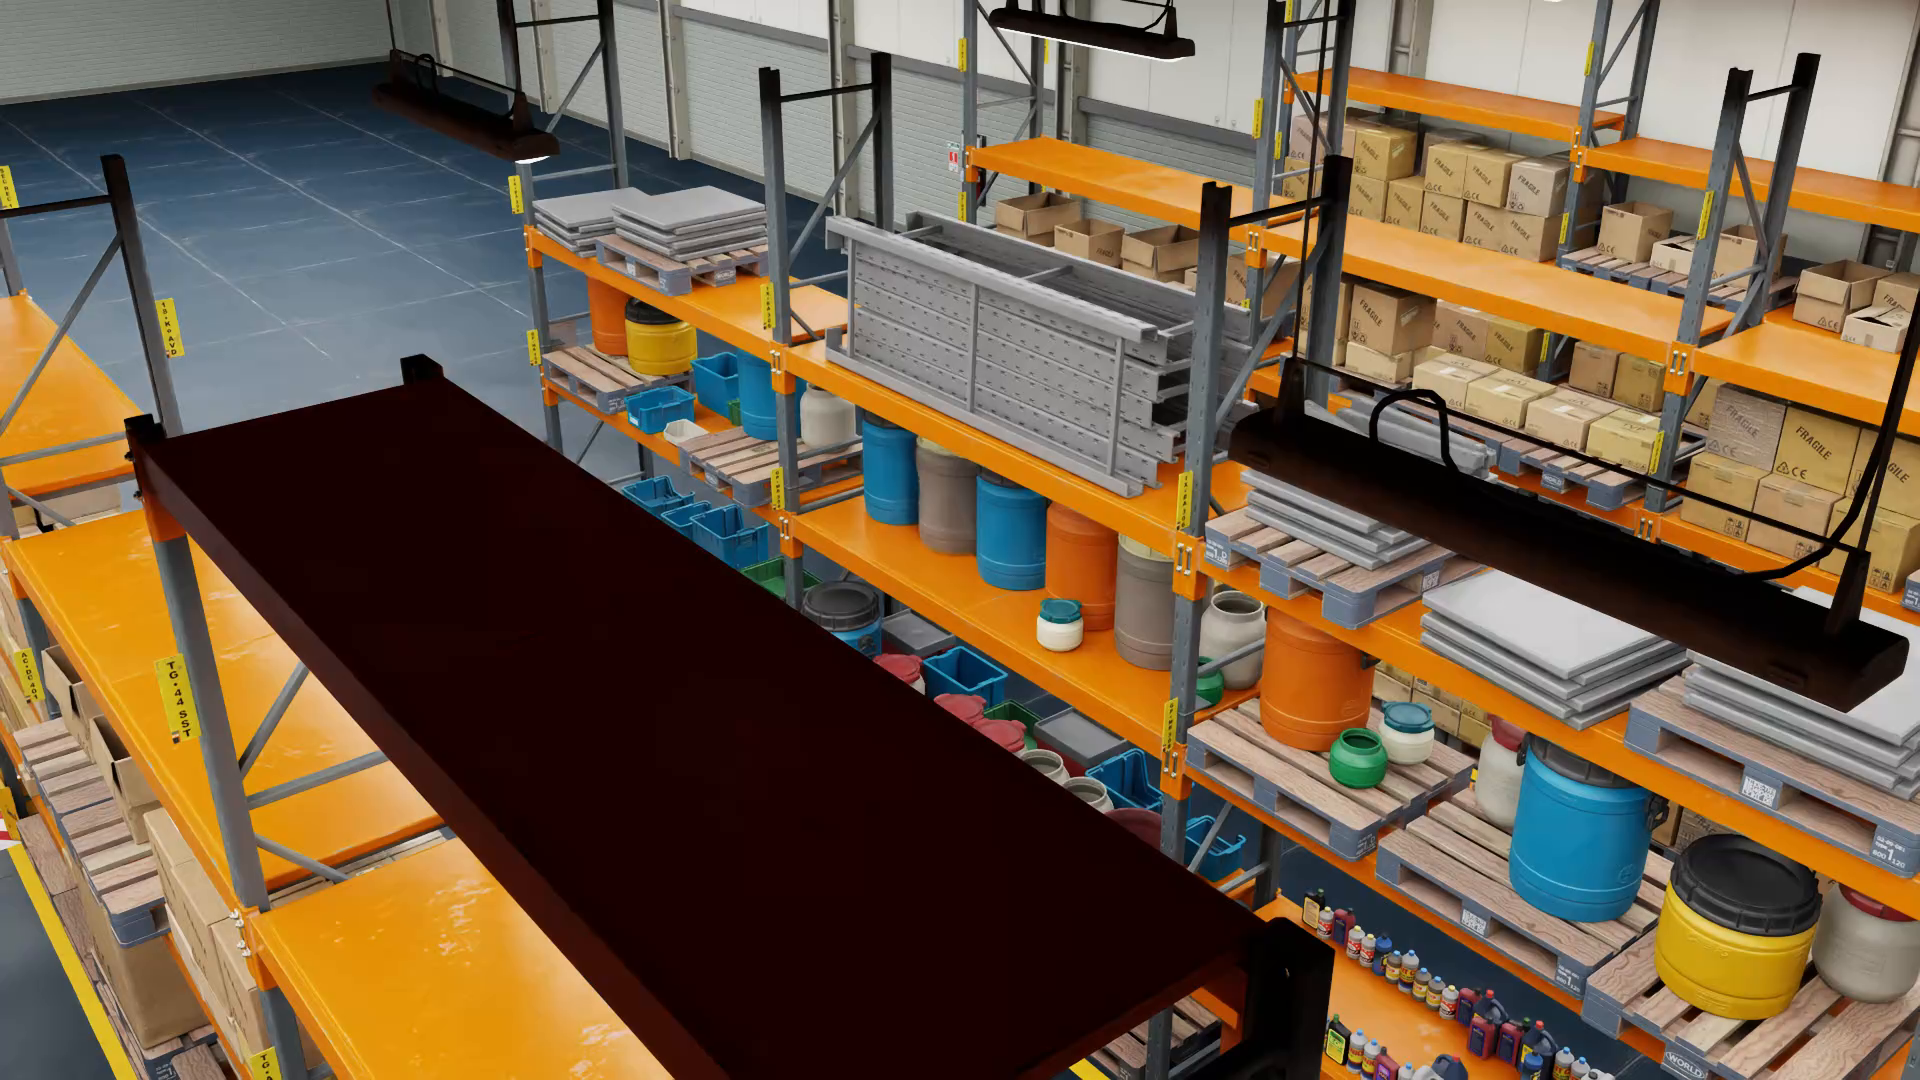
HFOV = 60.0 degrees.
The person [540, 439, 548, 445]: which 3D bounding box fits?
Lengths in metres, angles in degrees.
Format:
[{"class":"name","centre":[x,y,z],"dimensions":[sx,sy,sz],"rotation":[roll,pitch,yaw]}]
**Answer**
[{"class":"person","centre":[-4.189,-0.246,16.889],"dimensions":[0.936,1.638,0.497],"rotation":[-19,32,-34]}]
